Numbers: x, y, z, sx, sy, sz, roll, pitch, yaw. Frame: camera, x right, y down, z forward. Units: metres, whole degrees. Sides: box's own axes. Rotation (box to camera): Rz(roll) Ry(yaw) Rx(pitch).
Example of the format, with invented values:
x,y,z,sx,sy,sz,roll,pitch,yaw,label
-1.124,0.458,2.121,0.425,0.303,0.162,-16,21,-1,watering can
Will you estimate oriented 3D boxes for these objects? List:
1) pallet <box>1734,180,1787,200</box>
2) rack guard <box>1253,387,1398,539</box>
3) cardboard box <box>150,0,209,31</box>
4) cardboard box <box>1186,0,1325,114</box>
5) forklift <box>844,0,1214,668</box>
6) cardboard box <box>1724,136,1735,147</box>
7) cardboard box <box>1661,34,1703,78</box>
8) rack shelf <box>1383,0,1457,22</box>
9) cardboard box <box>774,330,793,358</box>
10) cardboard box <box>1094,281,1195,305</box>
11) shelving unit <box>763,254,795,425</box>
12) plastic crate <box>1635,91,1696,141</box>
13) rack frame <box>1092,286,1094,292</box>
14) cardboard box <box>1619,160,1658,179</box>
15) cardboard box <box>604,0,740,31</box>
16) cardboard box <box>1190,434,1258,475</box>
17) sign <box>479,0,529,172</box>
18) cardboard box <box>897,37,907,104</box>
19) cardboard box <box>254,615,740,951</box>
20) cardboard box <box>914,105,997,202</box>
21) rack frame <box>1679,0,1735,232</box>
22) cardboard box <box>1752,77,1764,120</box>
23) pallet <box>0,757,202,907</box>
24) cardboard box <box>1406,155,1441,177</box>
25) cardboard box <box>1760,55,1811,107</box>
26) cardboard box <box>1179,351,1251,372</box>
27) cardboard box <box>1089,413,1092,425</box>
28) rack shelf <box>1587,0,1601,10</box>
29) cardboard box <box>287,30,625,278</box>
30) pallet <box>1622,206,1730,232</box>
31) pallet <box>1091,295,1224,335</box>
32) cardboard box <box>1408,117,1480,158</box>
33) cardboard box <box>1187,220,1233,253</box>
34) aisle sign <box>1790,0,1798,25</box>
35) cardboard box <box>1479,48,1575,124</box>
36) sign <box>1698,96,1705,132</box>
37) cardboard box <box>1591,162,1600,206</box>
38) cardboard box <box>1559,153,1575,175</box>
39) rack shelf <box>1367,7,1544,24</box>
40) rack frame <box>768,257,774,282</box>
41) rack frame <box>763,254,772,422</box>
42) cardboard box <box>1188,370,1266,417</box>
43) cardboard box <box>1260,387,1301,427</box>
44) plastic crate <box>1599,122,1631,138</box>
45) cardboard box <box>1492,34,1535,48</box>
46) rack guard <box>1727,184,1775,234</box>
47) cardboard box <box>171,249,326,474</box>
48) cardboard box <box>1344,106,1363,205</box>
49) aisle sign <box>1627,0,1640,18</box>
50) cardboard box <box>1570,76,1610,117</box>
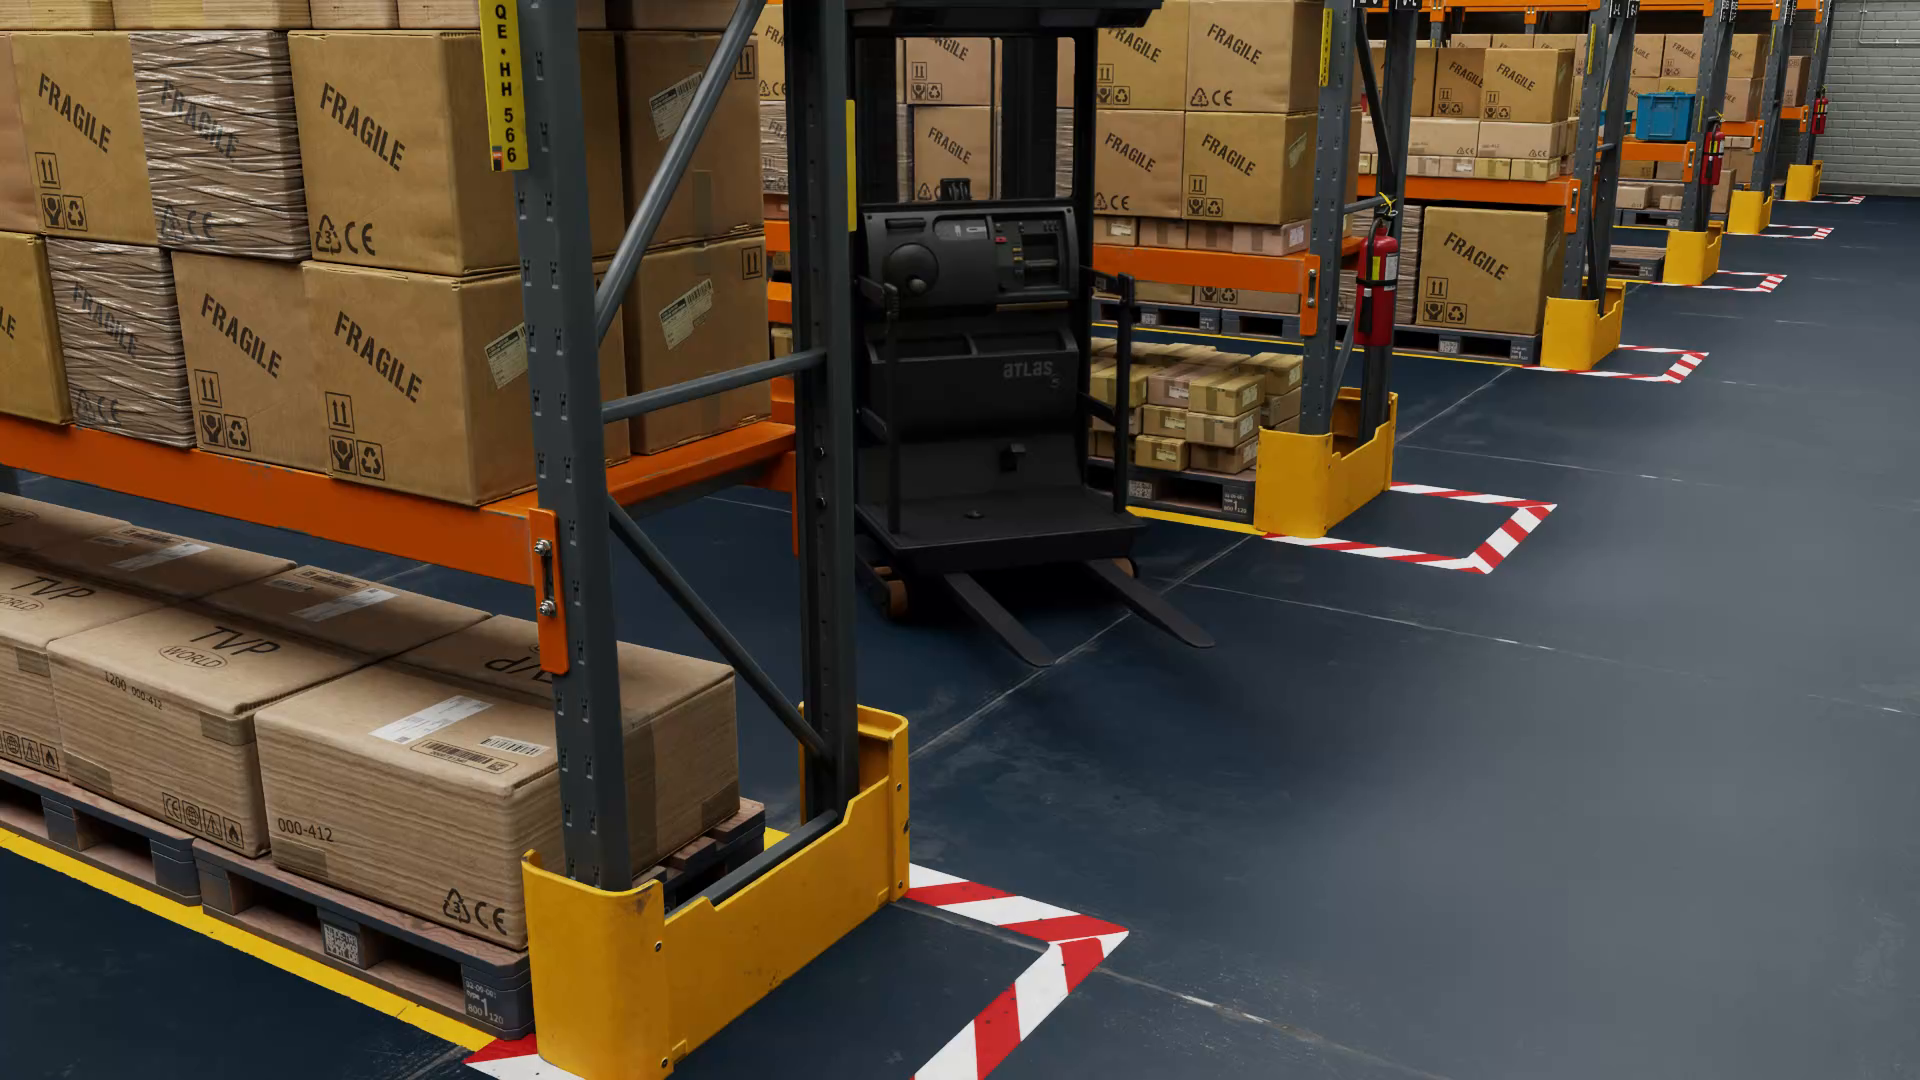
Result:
x,y,z,sx,sy,sz,roll,pitch,yaw,label
11.652,-5.254,24.814,1.213,0.211,1.003,10,20,30,pallet
1.851,-0.408,8.364,0.348,0.500,1.175,10,20,30,rack guard
-1.686,-1.292,3.966,0.250,0.149,0.380,11,20,31,cardboard box
1.395,-2.269,7.786,0.500,0.500,0.500,10,19,29,cardboard box
0.121,-1.205,6.805,1.130,2.935,3.031,-5,18,-17,forklift
11.302,-5.896,24.592,0.250,0.149,0.380,11,20,32,cardboard box
8.831,-5.861,20.122,0.500,0.500,0.500,11,20,32,cardboard box
4.672,-7.262,22.704,4.000,0.370,1.077,10,20,30,rack shelf
-0.863,-1.136,9.618,0.250,0.149,0.380,10,19,29,cardboard box
1.709,-2.478,13.811,0.875,0.875,0.875,10,20,30,cardboard box
-0.785,-0.911,8.943,1.048,1.125,0.538,11,20,31,shelving unit
6.806,-4.082,15.996,0.499,0.435,0.616,10,20,30,plastic crate
1.189,-3.414,13.959,0.127,3.000,1.000,10,20,30,rack frame
10.412,-5.804,25.406,0.500,0.500,0.700,11,20,31,cardboard box
-0.747,-1.310,4.025,0.250,0.149,0.380,11,20,31,cardboard box
1.358,-0.458,8.410,0.250,0.149,0.380,11,20,31,cardboard box
-0.885,-0.886,3.238,0.005,0.325,0.100,10,20,30,sign
-0.373,-2.581,8.813,0.500,0.500,0.500,10,20,31,cardboard box
-1.204,0.598,4.436,0.875,0.438,0.875,9,19,28,cardboard box
0.105,-2.020,8.686,0.500,0.500,0.500,11,20,33,cardboard box
7.189,-4.032,15.994,0.127,3.000,1.000,10,20,30,rack frame
9.545,-5.439,20.454,0.500,0.500,0.500,11,20,31,cardboard box
-2.347,0.695,5.230,1.213,0.211,1.003,10,20,30,pallet
3.473,-2.774,12.284,0.250,0.149,0.380,11,20,31,cardboard box
11.934,-6.704,24.276,0.700,0.700,0.980,11,20,33,cardboard box
1.349,-0.890,8.809,0.250,0.149,0.380,11,20,31,cardboard box
0.697,-0.726,8.782,0.250,0.149,0.380,10,19,29,cardboard box
2.893,-4.201,12.626,4.000,0.370,1.077,10,20,30,rack shelf
-1.124,-0.892,3.764,0.500,0.500,0.500,11,20,32,cardboard box
9.040,-4.057,20.873,1.213,0.211,1.003,10,20,30,pallet
1.796,-1.945,13.920,1.213,0.211,1.003,10,20,30,pallet
3.614,-2.961,12.215,0.500,0.250,0.500,10,19,29,cardboard box
1.297,-1.499,8.087,0.250,0.149,0.380,10,20,30,cardboard box
9.997,-6.565,19.859,0.004,0.787,0.394,10,20,30,aisle sign
4.045,-3.244,11.855,0.500,0.500,0.500,10,20,31,cardboard box
6.915,-3.972,15.514,0.005,0.325,0.100,10,20,30,sign
7.980,-4.598,21.397,0.637,0.503,0.797,10,20,30,cardboard box
4.467,-2.821,12.439,0.250,0.149,0.380,10,20,31,cardboard box
7.261,-8.489,26.745,4.000,0.370,1.077,10,20,30,rack shelf
-1.493,-2.201,9.966,0.127,3.000,1.000,10,20,30,rack frame
-1.213,-0.990,9.206,0.032,1.125,0.500,11,20,31,rack frame
1.332,-0.732,8.288,0.250,0.149,0.380,10,20,31,cardboard box
1.603,-0.715,8.744,0.250,0.149,0.380,11,20,32,cardboard box
6.400,-4.014,16.285,0.243,0.136,0.396,10,20,30,plastic crate
7.070,-6.173,21.151,0.500,0.500,0.500,9,19,28,cardboard box
9.720,-4.074,20.433,0.348,0.500,1.175,10,20,30,rack guard
-1.558,-0.487,4.151,0.500,0.500,0.500,10,19,29,cardboard box
1.677,-1.919,8.355,0.500,0.500,0.500,11,20,33,cardboard box
4.816,-4.113,11.787,0.004,0.787,0.394,10,20,30,aisle sign
7.965,-5.539,20.783,0.500,0.500,0.500,10,19,29,cardboard box
